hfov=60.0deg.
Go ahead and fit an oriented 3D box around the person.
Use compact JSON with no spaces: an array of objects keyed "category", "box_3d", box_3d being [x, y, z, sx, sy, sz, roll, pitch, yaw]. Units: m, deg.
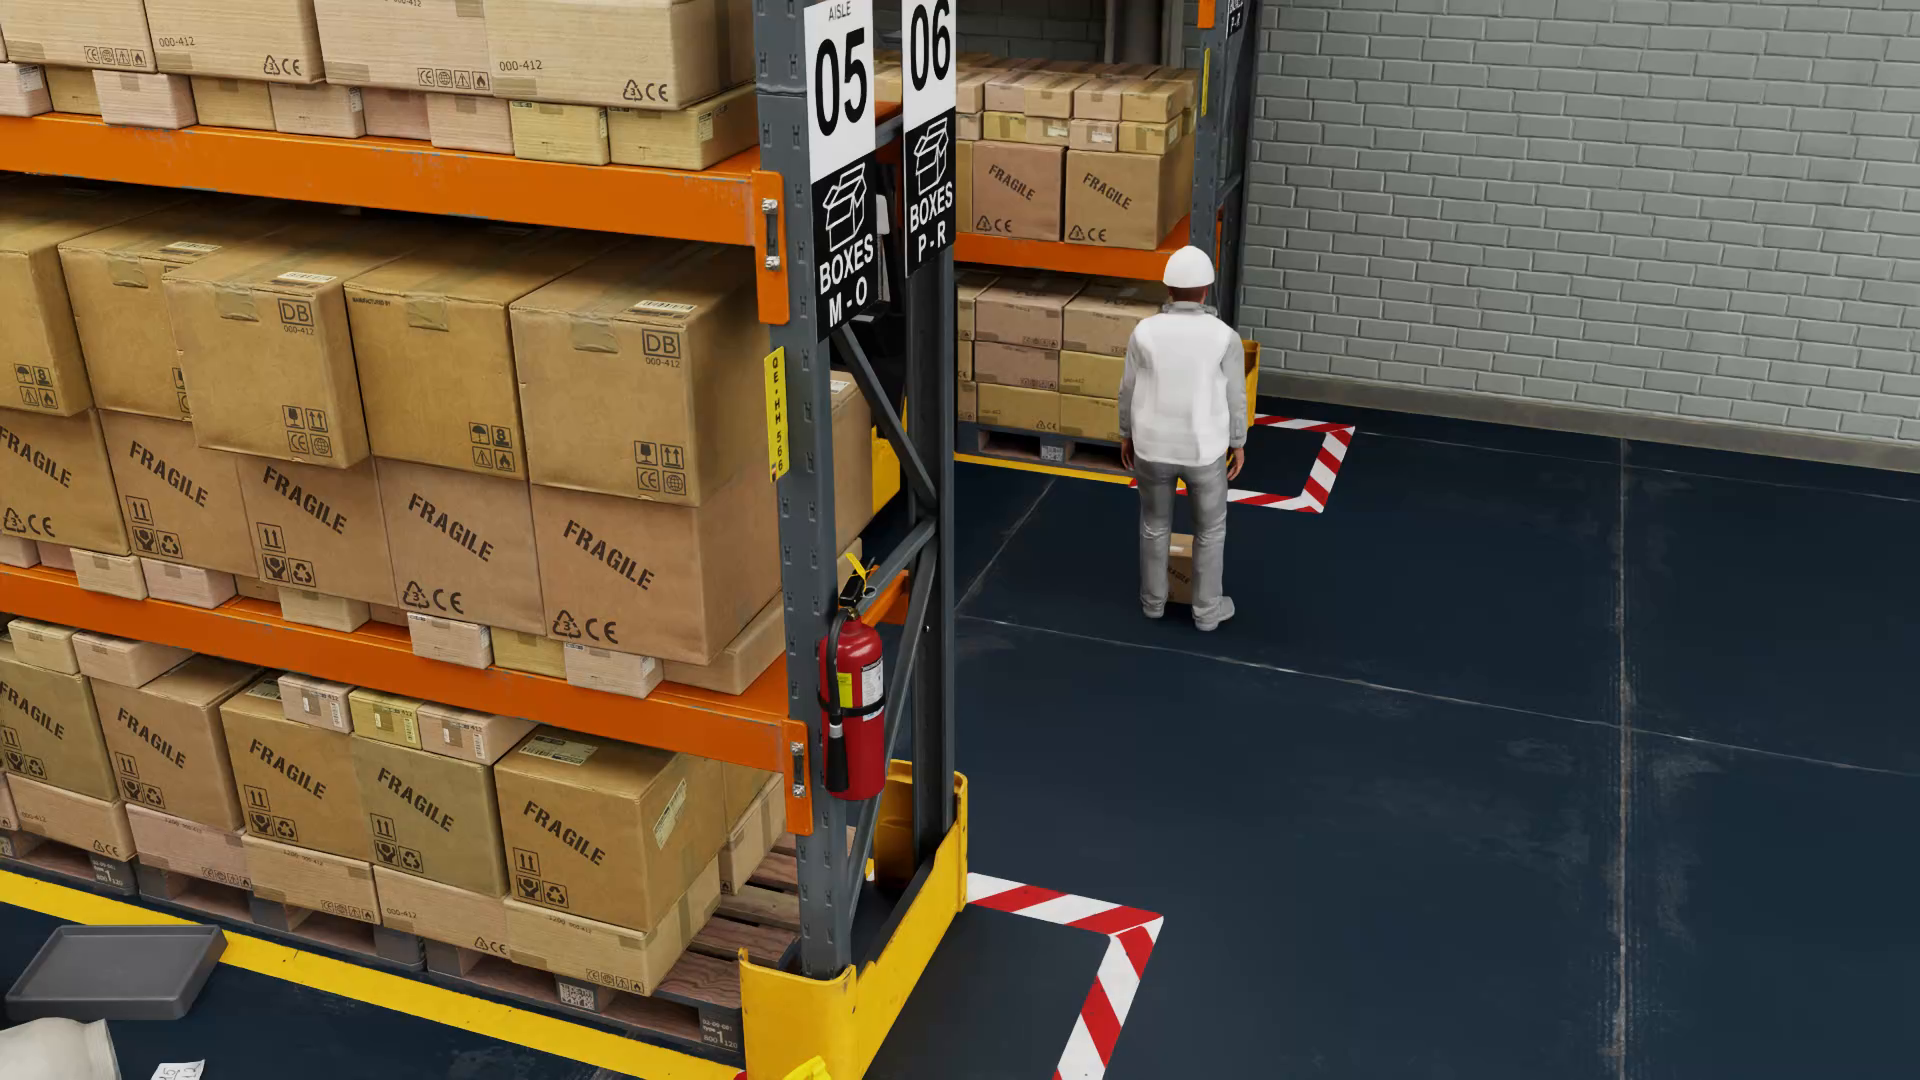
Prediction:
[{"category":"person","box_3d":[1.000,-0.441,7.503,0.579,1.769,0.475,7,27,15]}]
